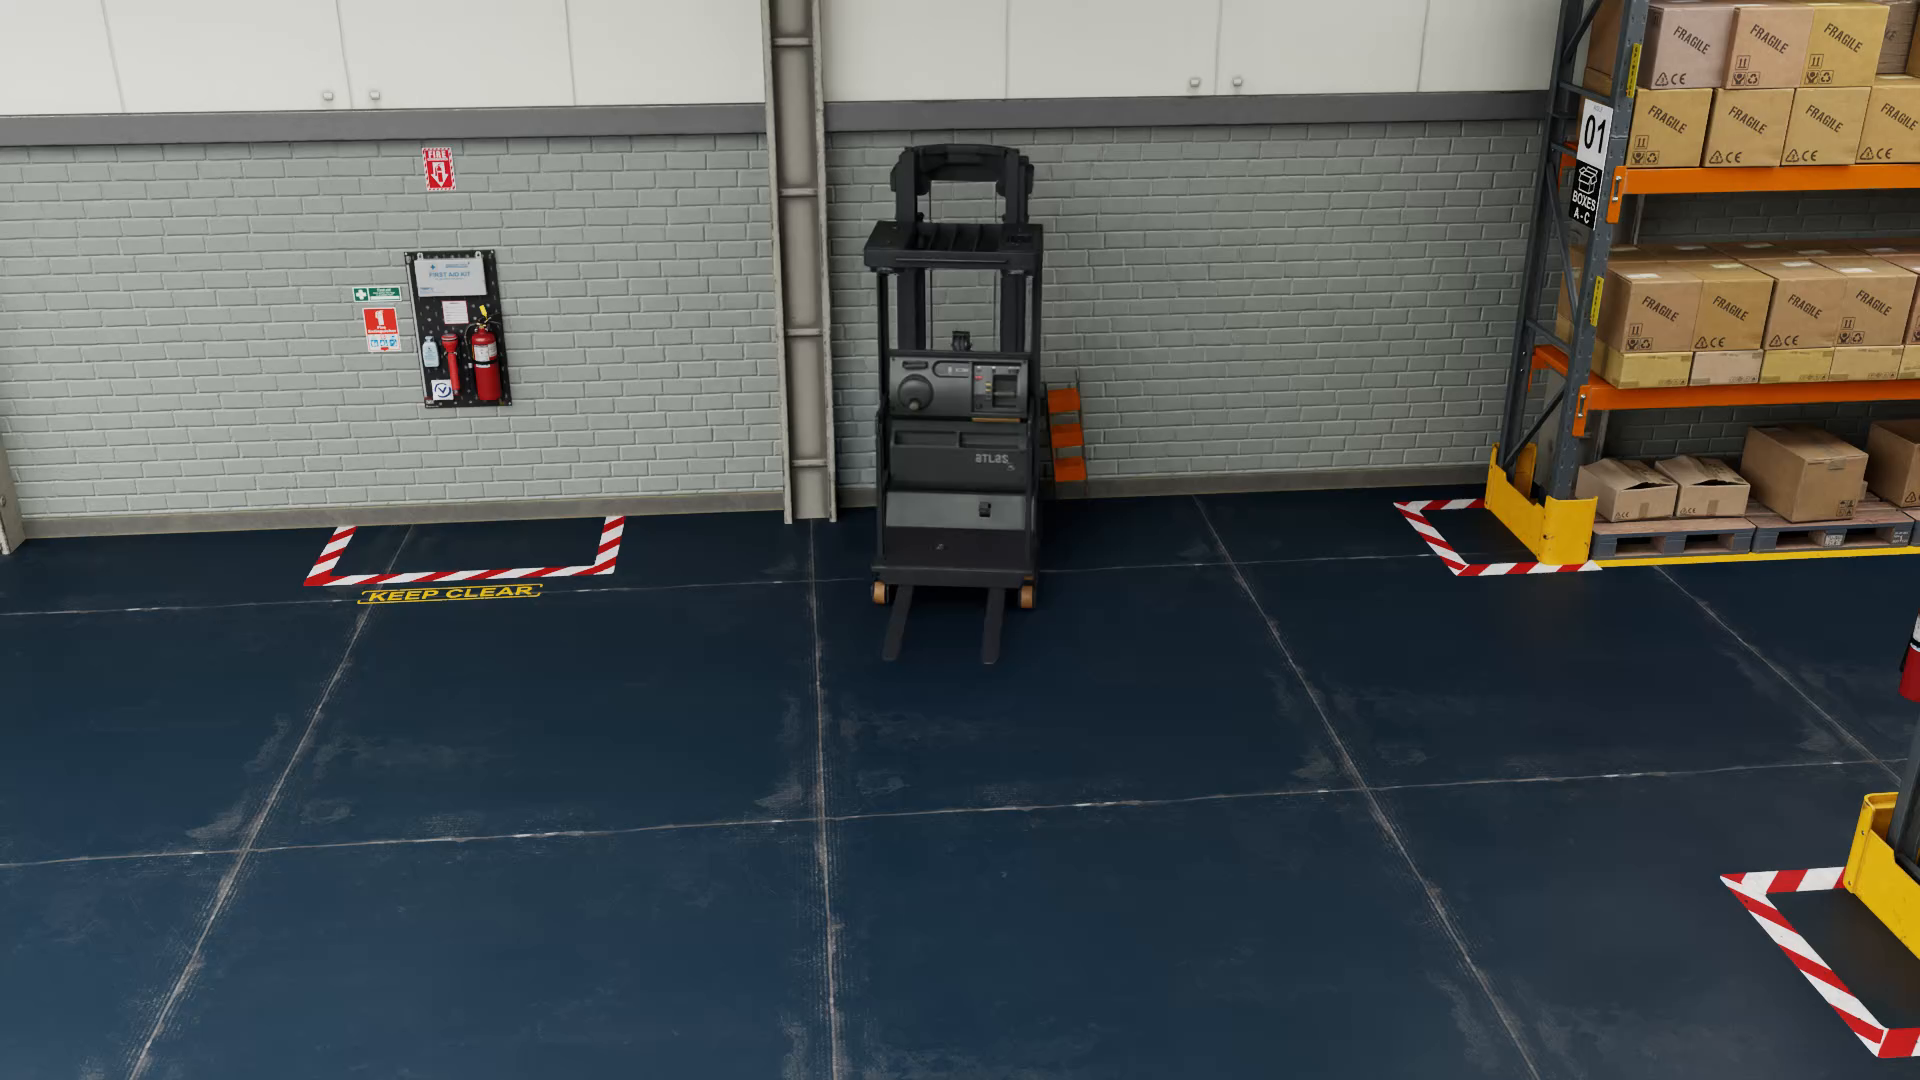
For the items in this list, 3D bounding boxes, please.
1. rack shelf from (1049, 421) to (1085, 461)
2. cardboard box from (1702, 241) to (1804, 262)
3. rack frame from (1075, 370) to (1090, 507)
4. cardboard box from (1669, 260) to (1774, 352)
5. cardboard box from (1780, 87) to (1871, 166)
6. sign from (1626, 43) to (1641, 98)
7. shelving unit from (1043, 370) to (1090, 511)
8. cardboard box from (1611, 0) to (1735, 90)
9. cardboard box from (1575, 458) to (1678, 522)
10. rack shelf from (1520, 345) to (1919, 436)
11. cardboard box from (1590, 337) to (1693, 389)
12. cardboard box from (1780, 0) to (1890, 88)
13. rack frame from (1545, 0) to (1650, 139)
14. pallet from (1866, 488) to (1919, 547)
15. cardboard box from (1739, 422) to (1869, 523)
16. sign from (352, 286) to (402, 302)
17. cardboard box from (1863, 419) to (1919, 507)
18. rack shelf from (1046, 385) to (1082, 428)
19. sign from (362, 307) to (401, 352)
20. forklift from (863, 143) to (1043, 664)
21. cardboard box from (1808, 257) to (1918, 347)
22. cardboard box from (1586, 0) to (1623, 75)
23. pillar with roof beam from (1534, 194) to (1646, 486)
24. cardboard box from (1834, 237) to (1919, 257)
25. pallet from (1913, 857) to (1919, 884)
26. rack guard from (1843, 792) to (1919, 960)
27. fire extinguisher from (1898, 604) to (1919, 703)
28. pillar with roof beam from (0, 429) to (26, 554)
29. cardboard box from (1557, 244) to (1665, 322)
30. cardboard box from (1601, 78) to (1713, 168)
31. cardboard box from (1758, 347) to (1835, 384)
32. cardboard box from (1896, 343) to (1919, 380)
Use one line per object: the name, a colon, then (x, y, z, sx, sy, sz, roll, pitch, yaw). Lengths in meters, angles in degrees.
rack shelf: (0.815, -0.747, 12.695, 0.240, 0.259, 0.215, -7, 24, 0)
cardboard box: (5.680, -1.852, 12.021, 0.500, 0.500, 0.500, -3, 24, -7)
rack frame: (0.935, -0.770, 12.690, 0.008, 1.050, 0.200, -7, 24, 0)
cardboard box: (5.213, -1.622, 11.504, 0.500, 0.500, 0.500, -2, 24, -5)
cardboard box: (5.627, -2.793, 11.060, 0.500, 0.500, 0.500, -1, 24, -3)
sign: (4.269, -2.977, 10.545, 0.005, 0.325, 0.100, -2, 24, -5)
shelving unit: (0.814, -0.756, 12.691, 0.252, 1.050, 0.215, -7, 24, 0)
cardboard box: (4.623, -3.225, 10.802, 0.500, 0.500, 0.500, -4, 24, -9)
cardboard box: (4.913, -0.389, 12.262, 0.500, 0.311, 0.500, -5, 24, -11)
rack shelf: (6.206, -1.177, 12.151, 4.000, 0.370, 1.077, -2, 24, -5)
cardboard box: (4.733, -1.257, 11.606, 0.500, 0.250, 0.500, -3, 24, -7)
cardboard box: (5.636, -3.250, 10.857, 0.500, 0.500, 0.500, -2, 24, -4)
rack frame: (4.216, -4.167, 10.606, 0.127, 3.000, 1.000, -2, 24, -5)
pallet: (7.532, -0.270, 12.658, 1.213, 0.211, 1.003, -2, 24, -5)
cardboard box: (6.215, -0.508, 12.295, 0.500, 0.500, 0.700, -4, 24, -8)
sign: (-4.162, -1.755, 11.870, 0.331, 0.109, 0.001, -2, 24, -5)
cardboard box: (7.167, -0.587, 12.473, 0.500, 0.500, 0.500, -4, 24, -9)
rack shelf: (0.785, -1.004, 12.581, 0.240, 0.259, 0.215, -7, 24, 0)
sign: (-4.167, -1.516, 11.985, 0.234, 0.329, 0.001, -2, 24, -5)
forklift: (-0.022, -1.010, 10.973, 1.130, 2.935, 3.031, 2, 24, 4)
cardboard box: (6.241, -1.666, 11.602, 0.500, 0.500, 0.500, -2, 24, -3)
cardboard box: (4.619, -3.431, 11.265, 0.500, 0.500, 0.500, -1, 24, -3)
pillar with roof beam: (5.251, -2.805, 7.541, 0.400, 9.000, 9.100, -2, 24, -5)
cardboard box: (6.697, -1.898, 12.123, 0.500, 0.500, 0.500, -2, 24, -4)
pallet: (5.463, 1.803, 7.994, 1.213, 0.211, 1.003, -2, 24, -5)
rack guard: (4.682, 1.720, 7.826, 0.348, 0.500, 1.175, -2, 24, -5)
fire extinguisher: (4.543, 0.429, 7.748, 0.183, 0.674, 0.296, -2, 24, -5)
pillar with roof beam: (-6.691, -2.326, 6.463, 0.400, 9.000, 9.100, -2, 24, -5)
cardboard box: (4.664, -1.814, 11.935, 0.500, 0.500, 0.500, -3, 24, -6)
cardboard box: (4.573, -2.764, 10.994, 0.500, 0.500, 0.500, -2, 24, -4)
cardboard box: (5.756, -1.302, 11.706, 0.500, 0.250, 0.500, -3, 24, -6)
cardboard box: (6.759, -1.342, 11.796, 0.500, 0.250, 0.500, -2, 24, -5)
